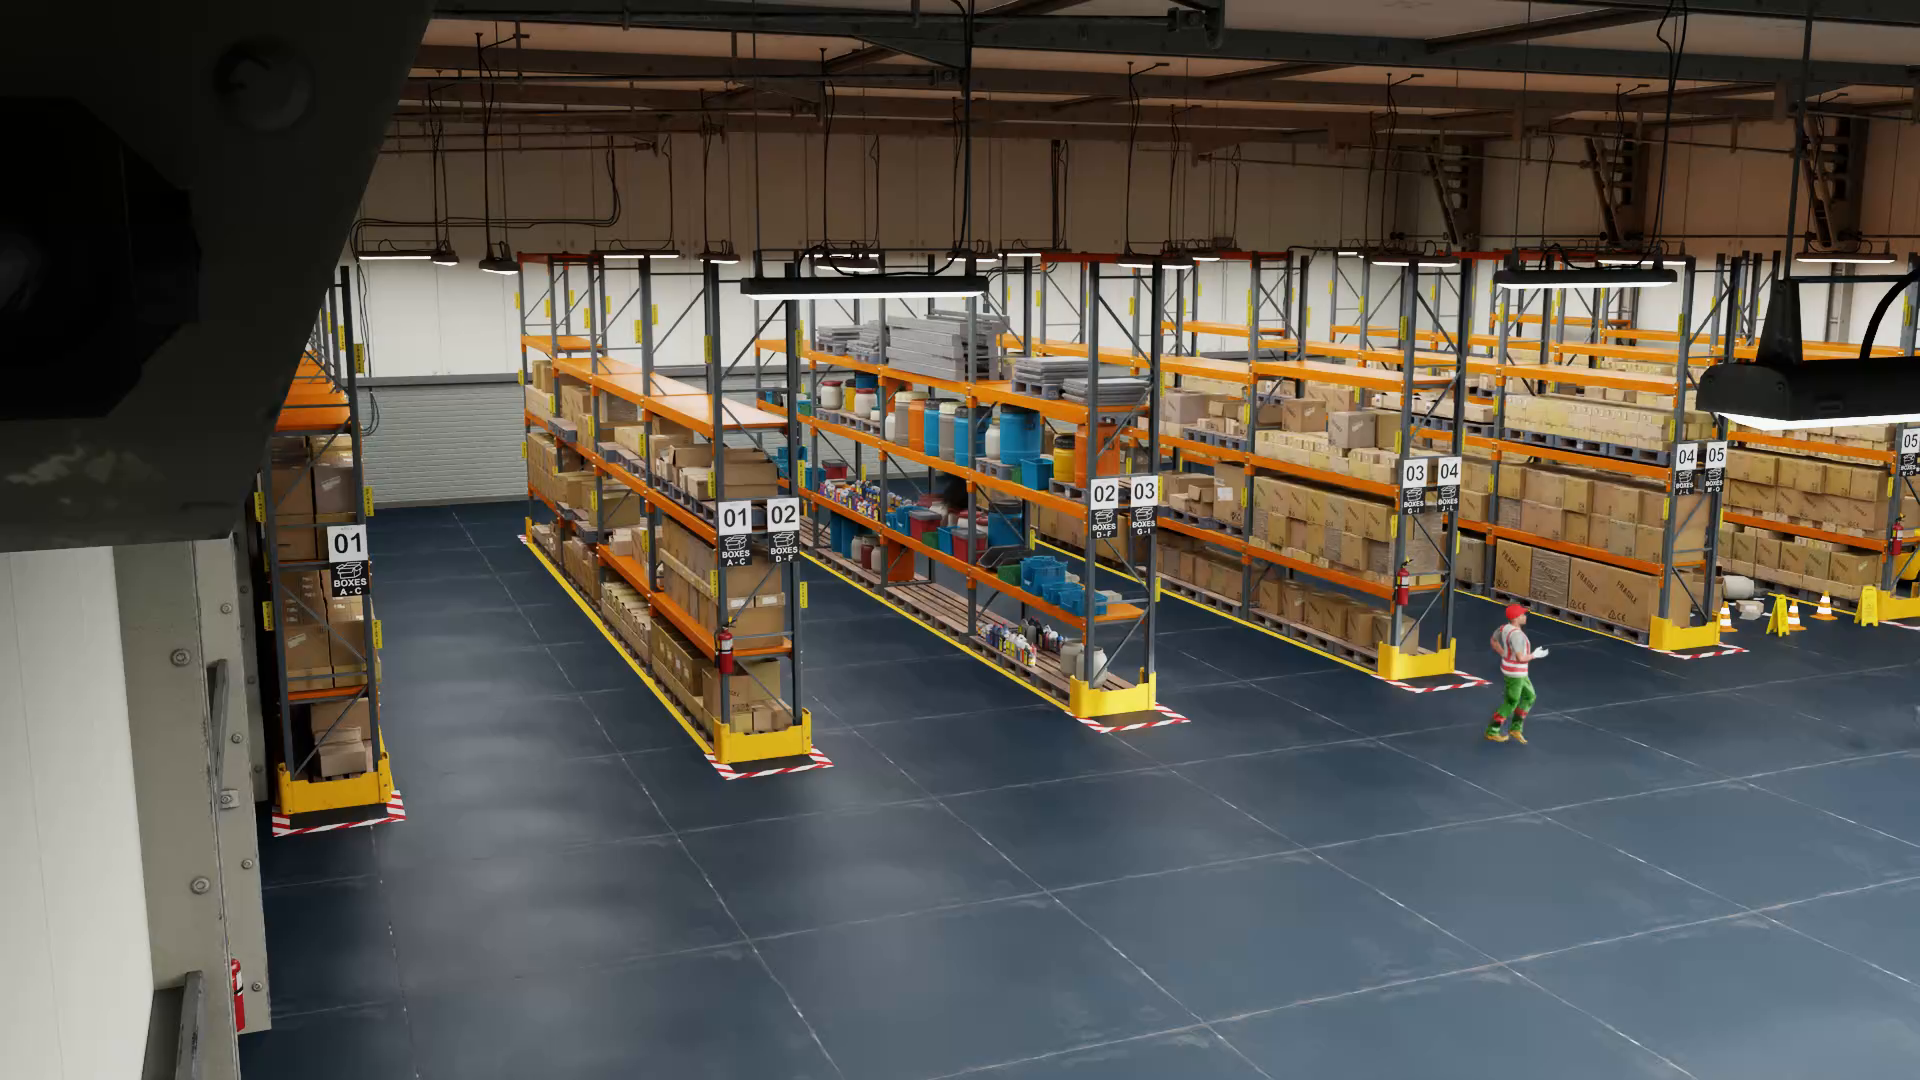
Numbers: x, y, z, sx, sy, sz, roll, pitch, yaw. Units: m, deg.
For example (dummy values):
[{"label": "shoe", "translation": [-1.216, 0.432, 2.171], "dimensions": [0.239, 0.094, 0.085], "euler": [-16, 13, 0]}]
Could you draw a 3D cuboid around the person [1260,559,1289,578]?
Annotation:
[{"label": "person", "translation": [5.972, -0.122, 30.825], "dimensions": [0.713, 1.818, 0.907], "euler": [-5, 11, -25]}]

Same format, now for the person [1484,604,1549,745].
[{"label": "person", "translation": [6.959, 1.697, 20.800], "dimensions": [0.705, 1.824, 0.632], "euler": [2, 11, 11]}]
